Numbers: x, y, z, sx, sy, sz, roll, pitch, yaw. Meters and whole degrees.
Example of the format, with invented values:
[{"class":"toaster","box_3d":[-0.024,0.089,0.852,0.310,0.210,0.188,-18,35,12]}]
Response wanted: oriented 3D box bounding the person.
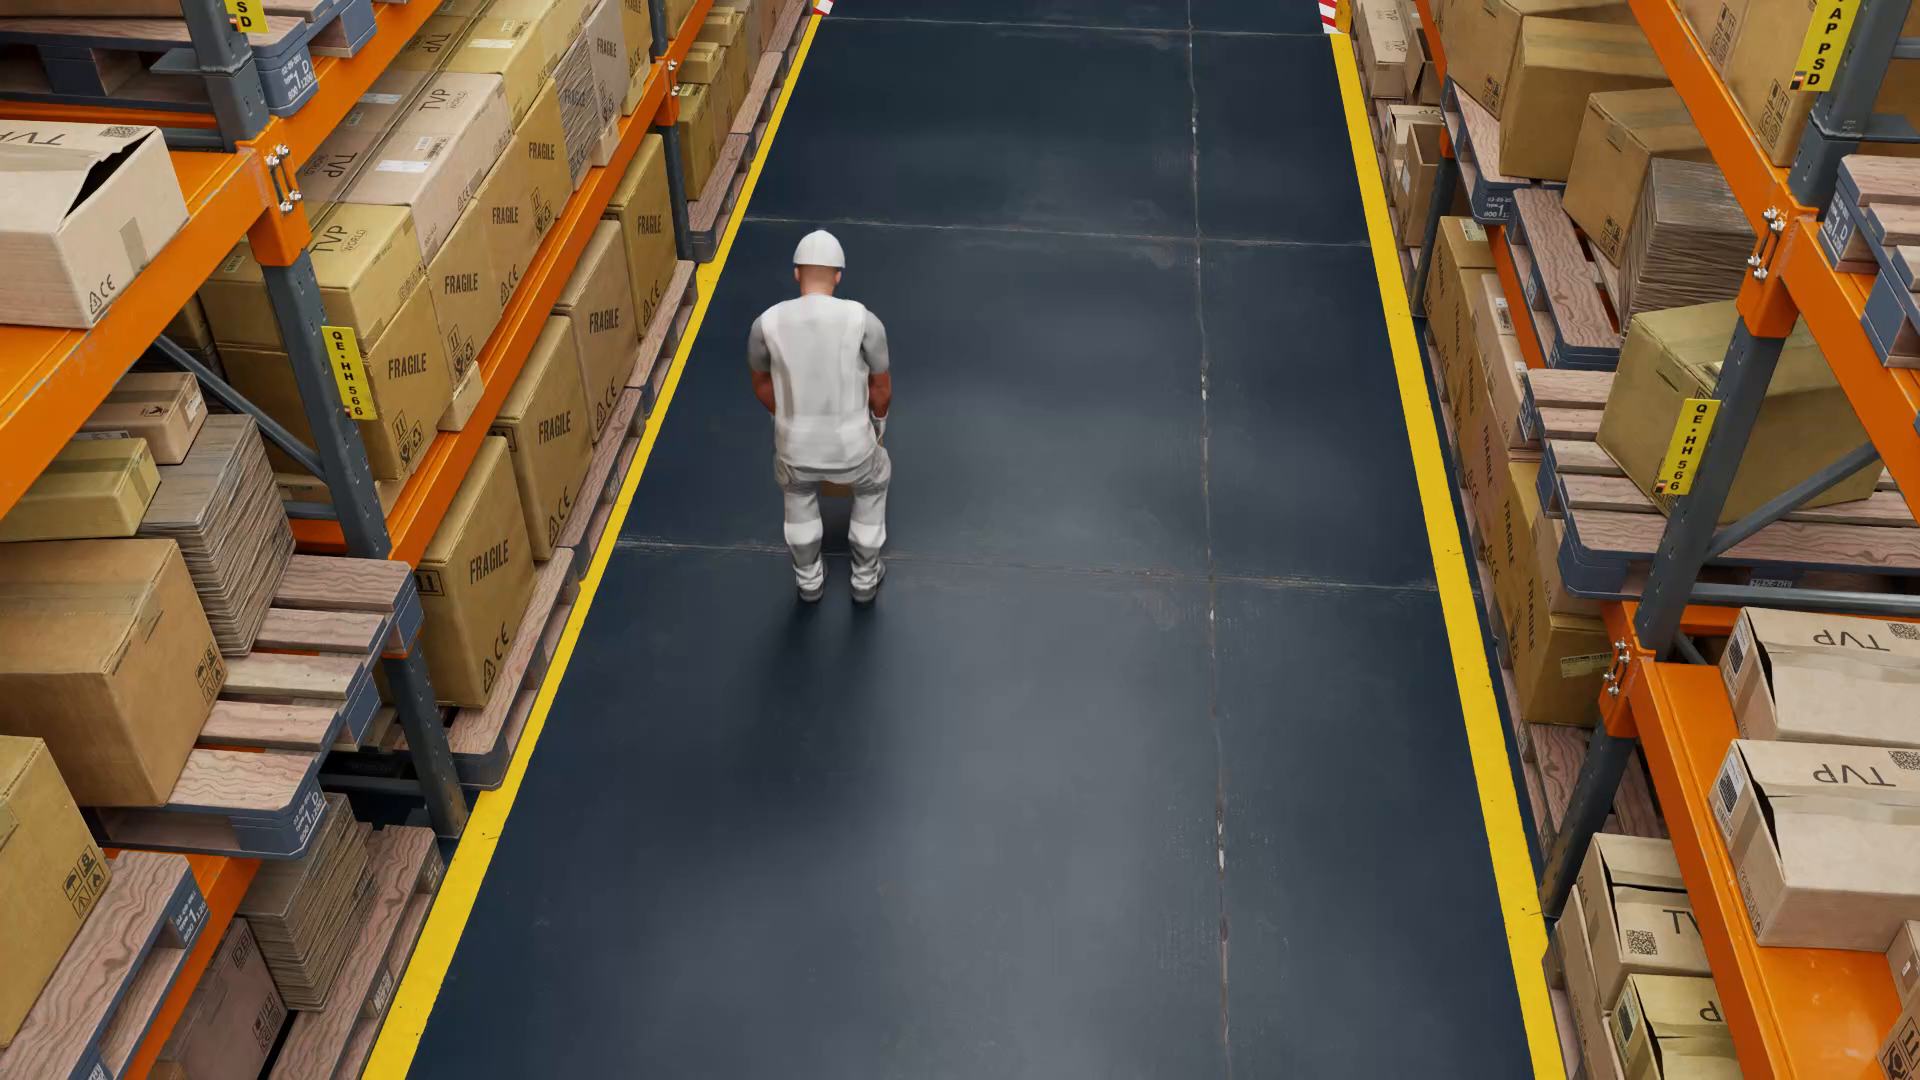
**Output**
[{"class":"person","box_3d":[-0.562,-0.457,6.816,0.568,1.627,0.602,4,40,5]}]
